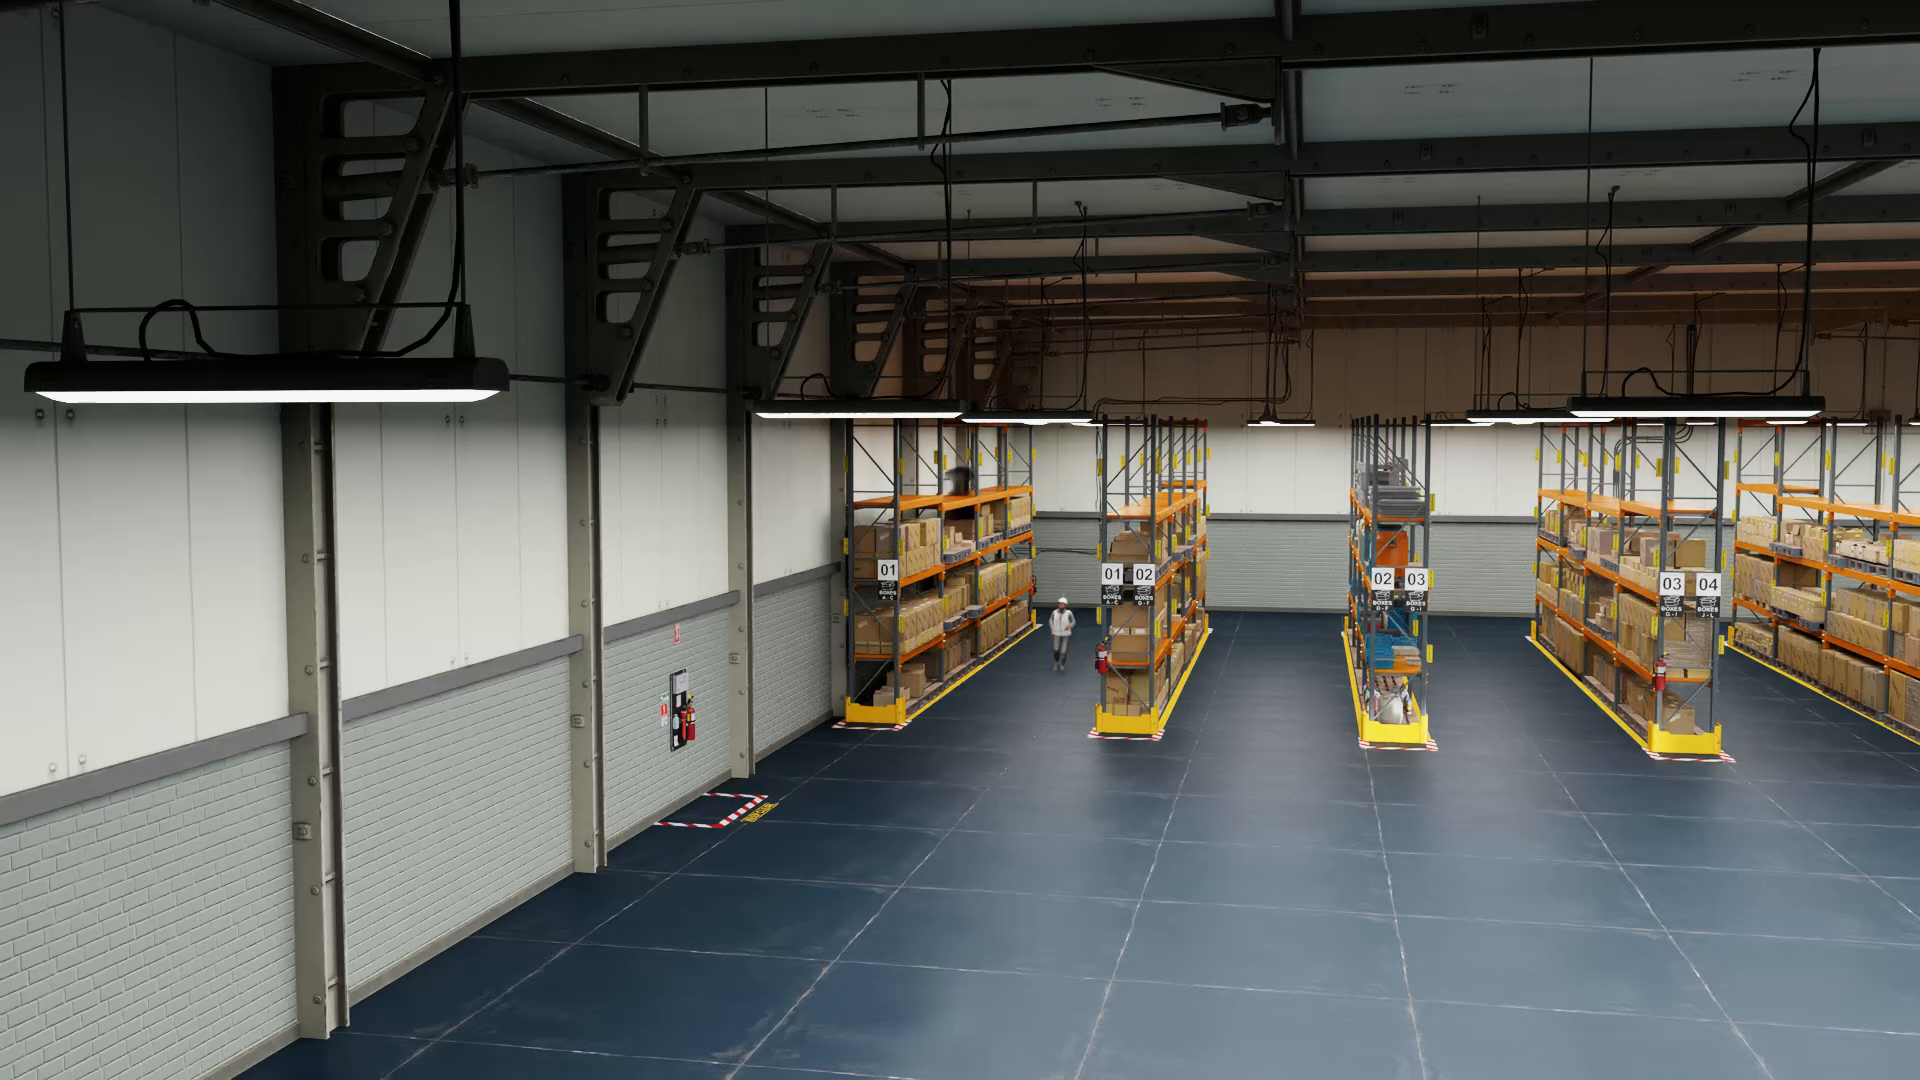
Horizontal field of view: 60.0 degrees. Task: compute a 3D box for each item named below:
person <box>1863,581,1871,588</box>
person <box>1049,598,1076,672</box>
[{"bbox_3d":[24.461,1.897,44.782,0.855,1.717,0.535,0,4,-3],"label":"person"},{"bbox_3d":[2.405,2.241,39.175,0.645,1.757,0.674,0,4,7],"label":"person"}]
